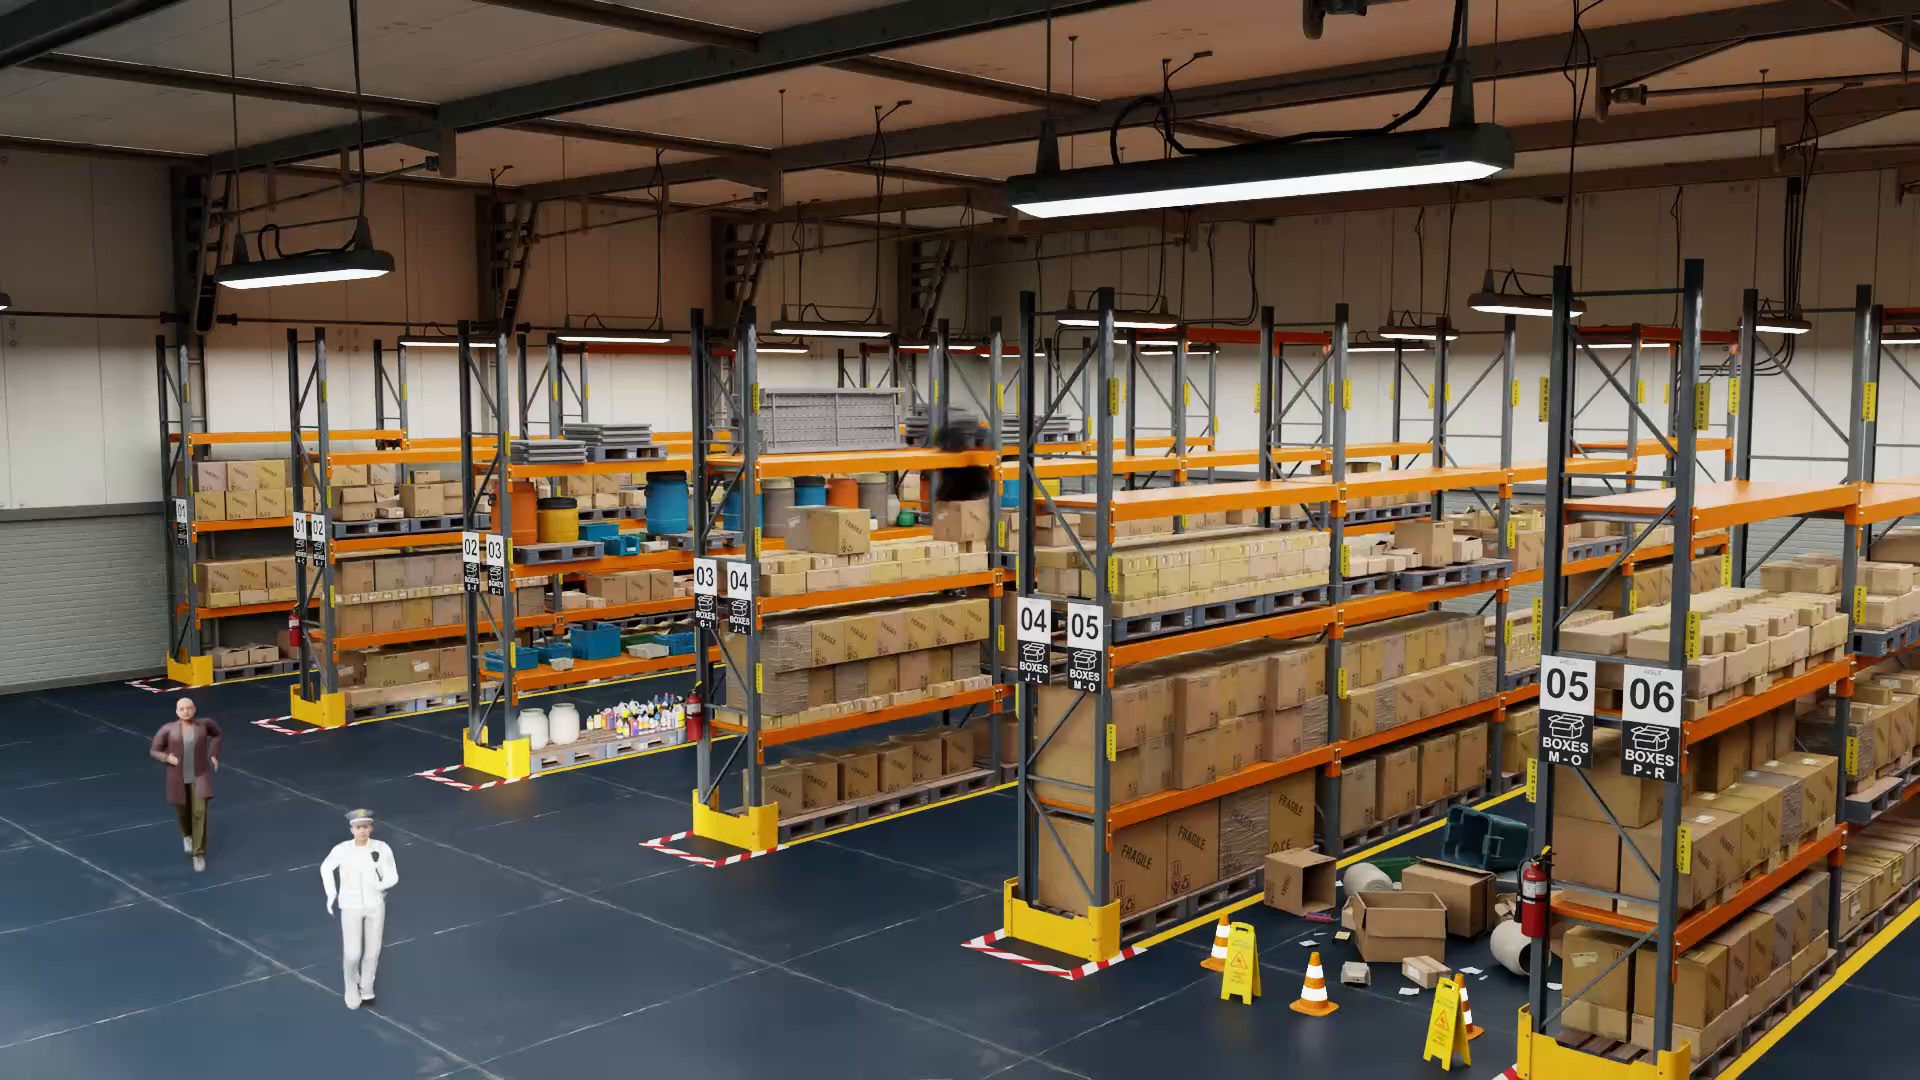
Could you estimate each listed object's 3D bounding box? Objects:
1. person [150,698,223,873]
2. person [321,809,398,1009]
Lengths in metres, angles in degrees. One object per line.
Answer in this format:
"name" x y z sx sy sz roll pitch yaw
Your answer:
"person" -8.295 2.579 17.868 0.709 1.790 1.057 -2 6 -23
"person" -4.925 3.035 13.691 0.582 1.672 0.647 -2 6 -25
